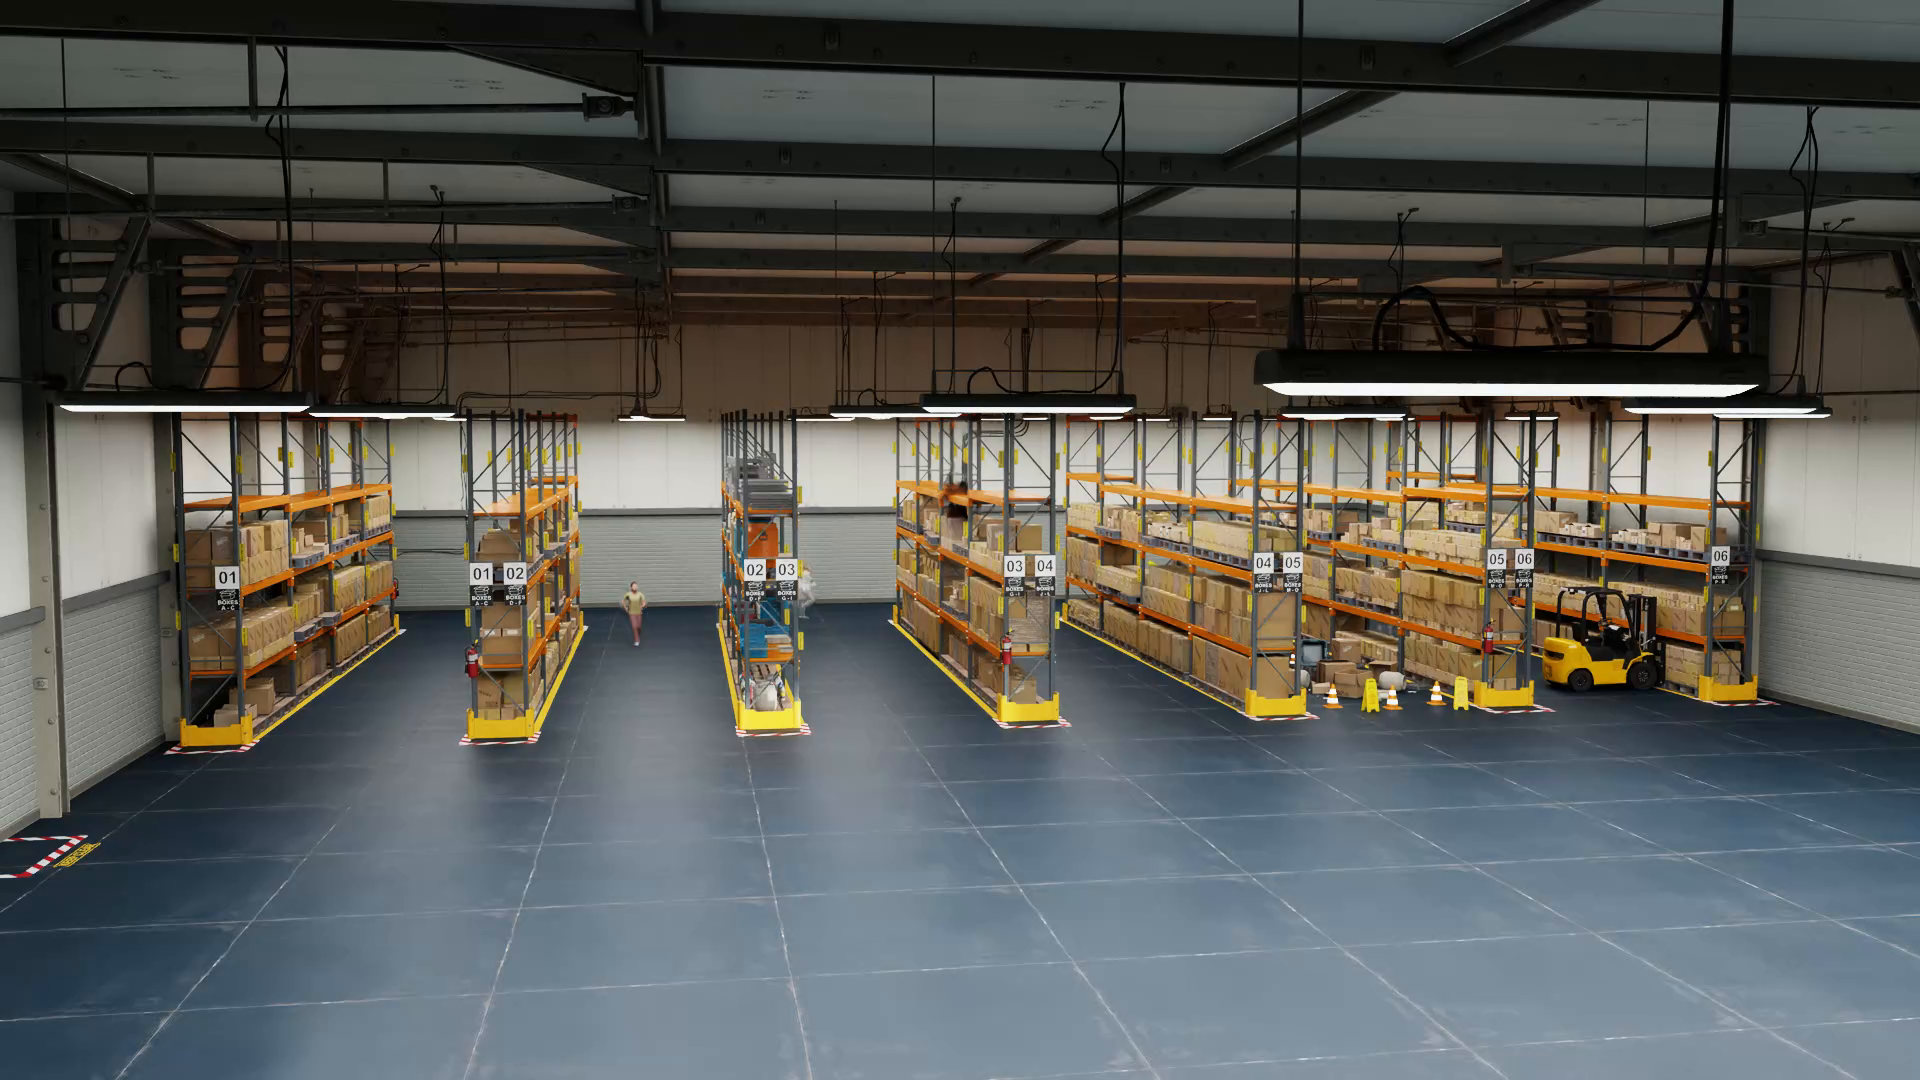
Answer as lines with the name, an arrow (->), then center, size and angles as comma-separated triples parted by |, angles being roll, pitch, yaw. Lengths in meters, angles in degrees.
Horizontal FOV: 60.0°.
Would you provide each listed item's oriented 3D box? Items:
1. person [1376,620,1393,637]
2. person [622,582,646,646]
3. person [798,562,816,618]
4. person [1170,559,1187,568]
person -> 11.043, 1.918, 43.241 | 0.504, 1.612, 0.711 | -1, 4, -12
person -> -8.431, 1.909, 43.033 | 0.609, 1.628, 0.783 | -1, 4, -19
person -> -4.512, 1.475, 49.088 | 0.543, 1.652, 0.620 | 0, 4, 1
person -> 6.527, 1.332, 50.151 | 0.952, 1.824, 0.654 | -1, 4, -15
